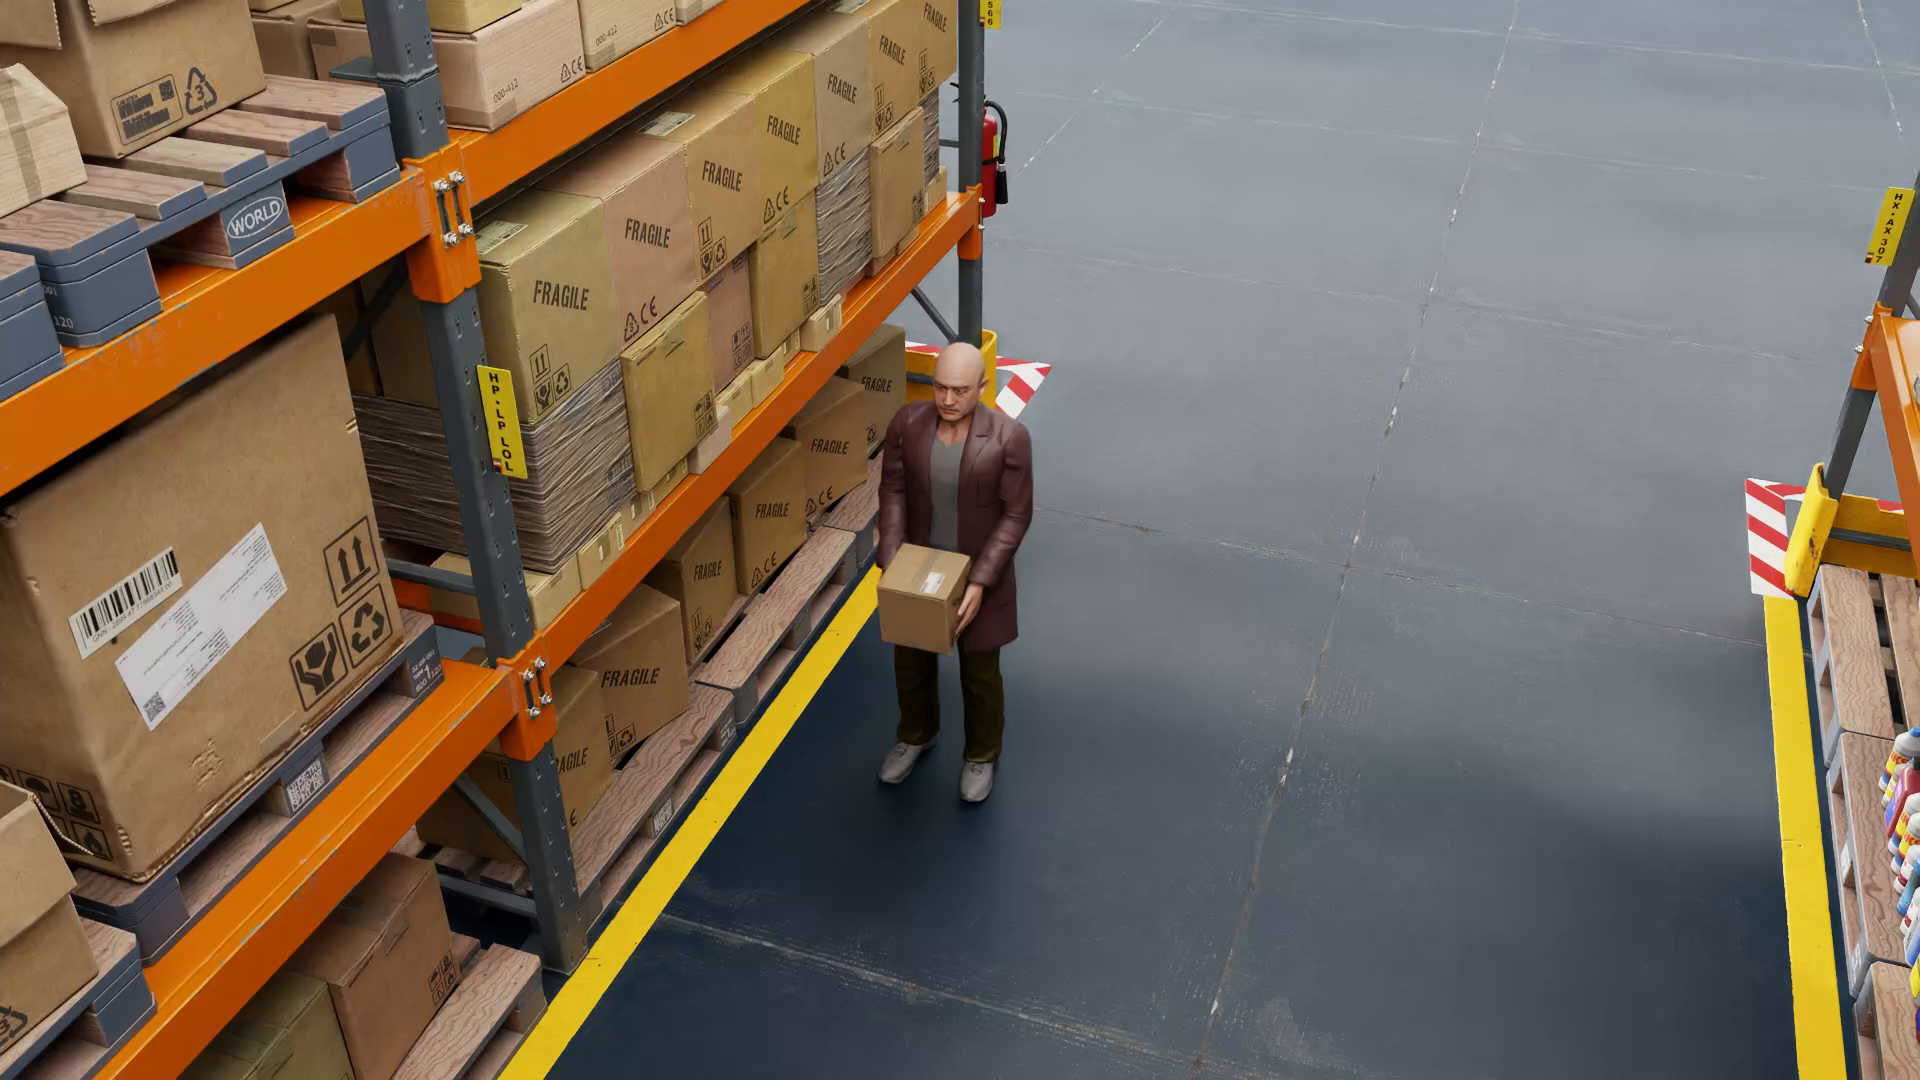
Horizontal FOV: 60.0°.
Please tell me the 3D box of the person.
[{"bbox_3d":[-0.049,0.153,5.909,0.566,1.782,0.499,11,34,17],"label":"person"}]
